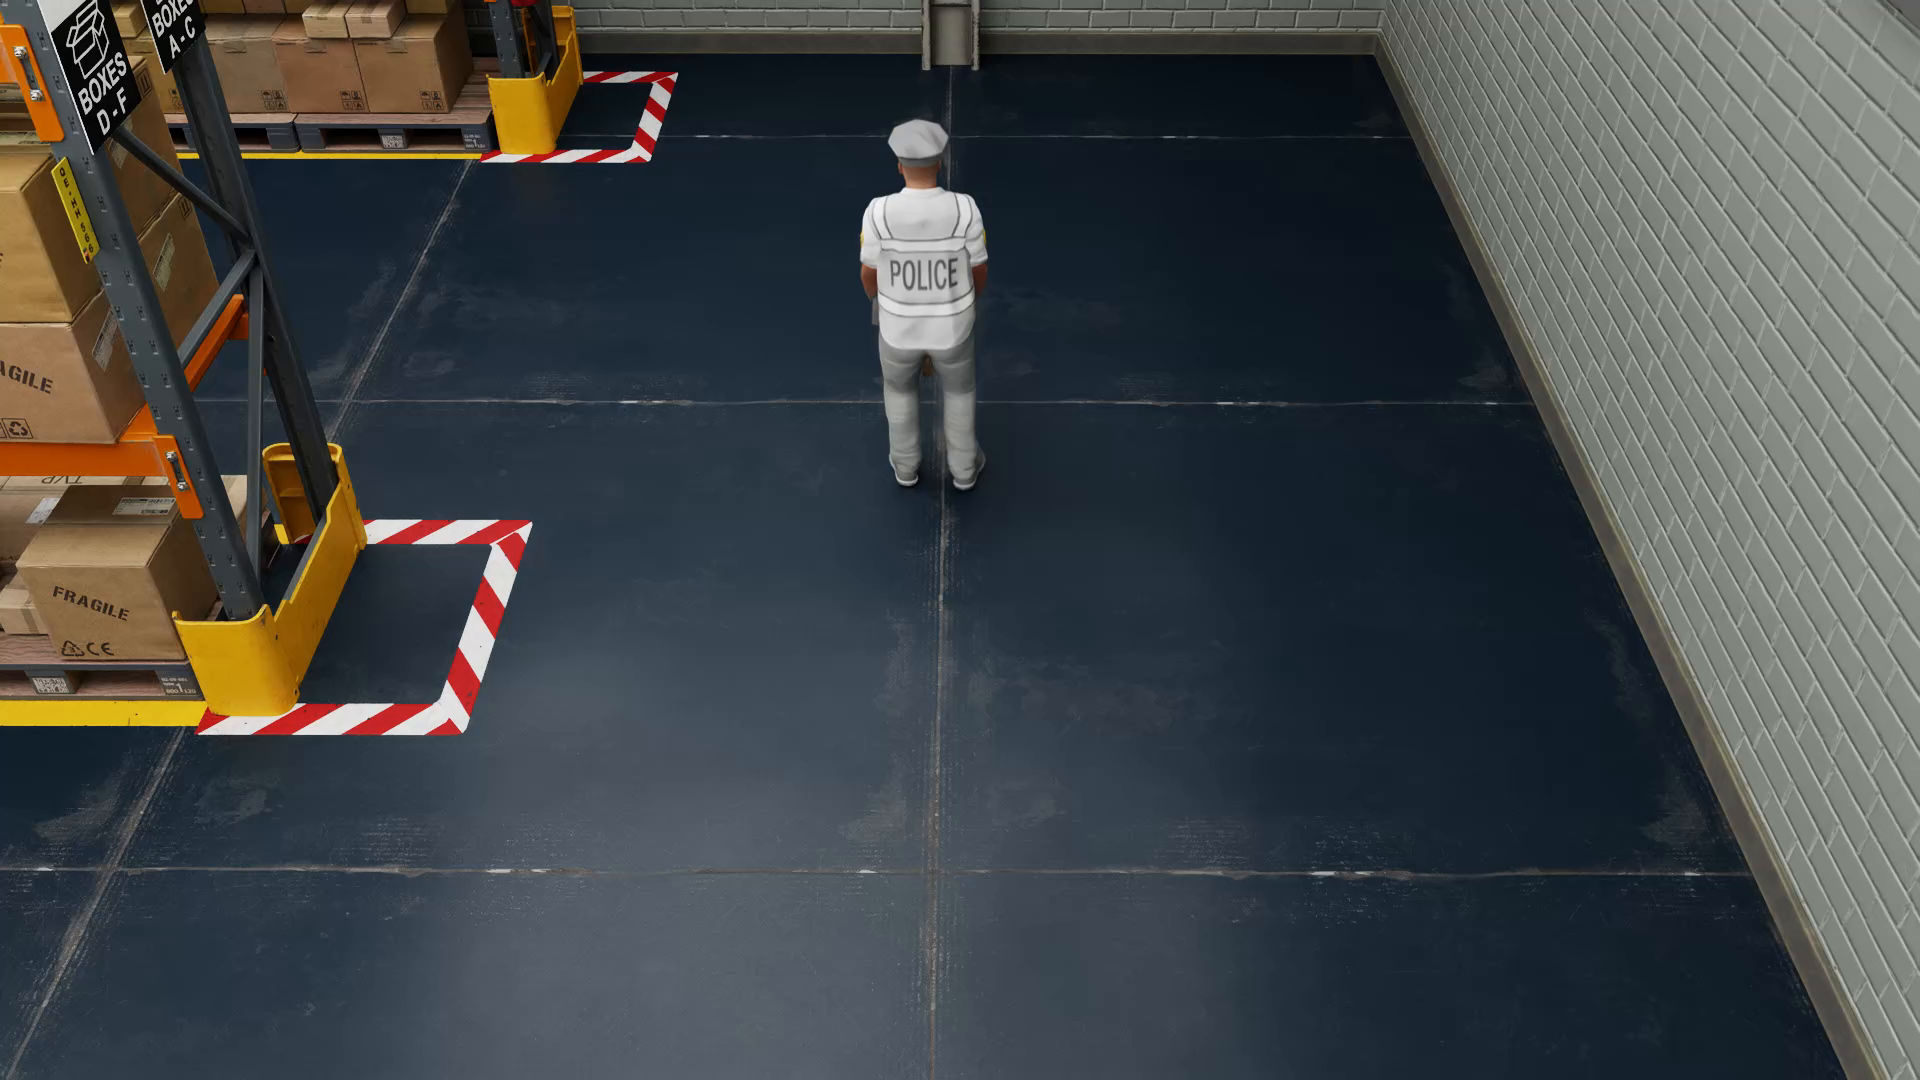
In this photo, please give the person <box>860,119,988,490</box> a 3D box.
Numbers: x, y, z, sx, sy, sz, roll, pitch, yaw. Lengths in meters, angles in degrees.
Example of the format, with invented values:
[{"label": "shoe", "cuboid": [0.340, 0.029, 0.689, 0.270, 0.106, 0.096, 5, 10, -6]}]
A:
[{"label": "person", "cuboid": [-0.152, -0.982, 7.339, 0.554, 1.759, 0.472, -1, 39, -1]}]
